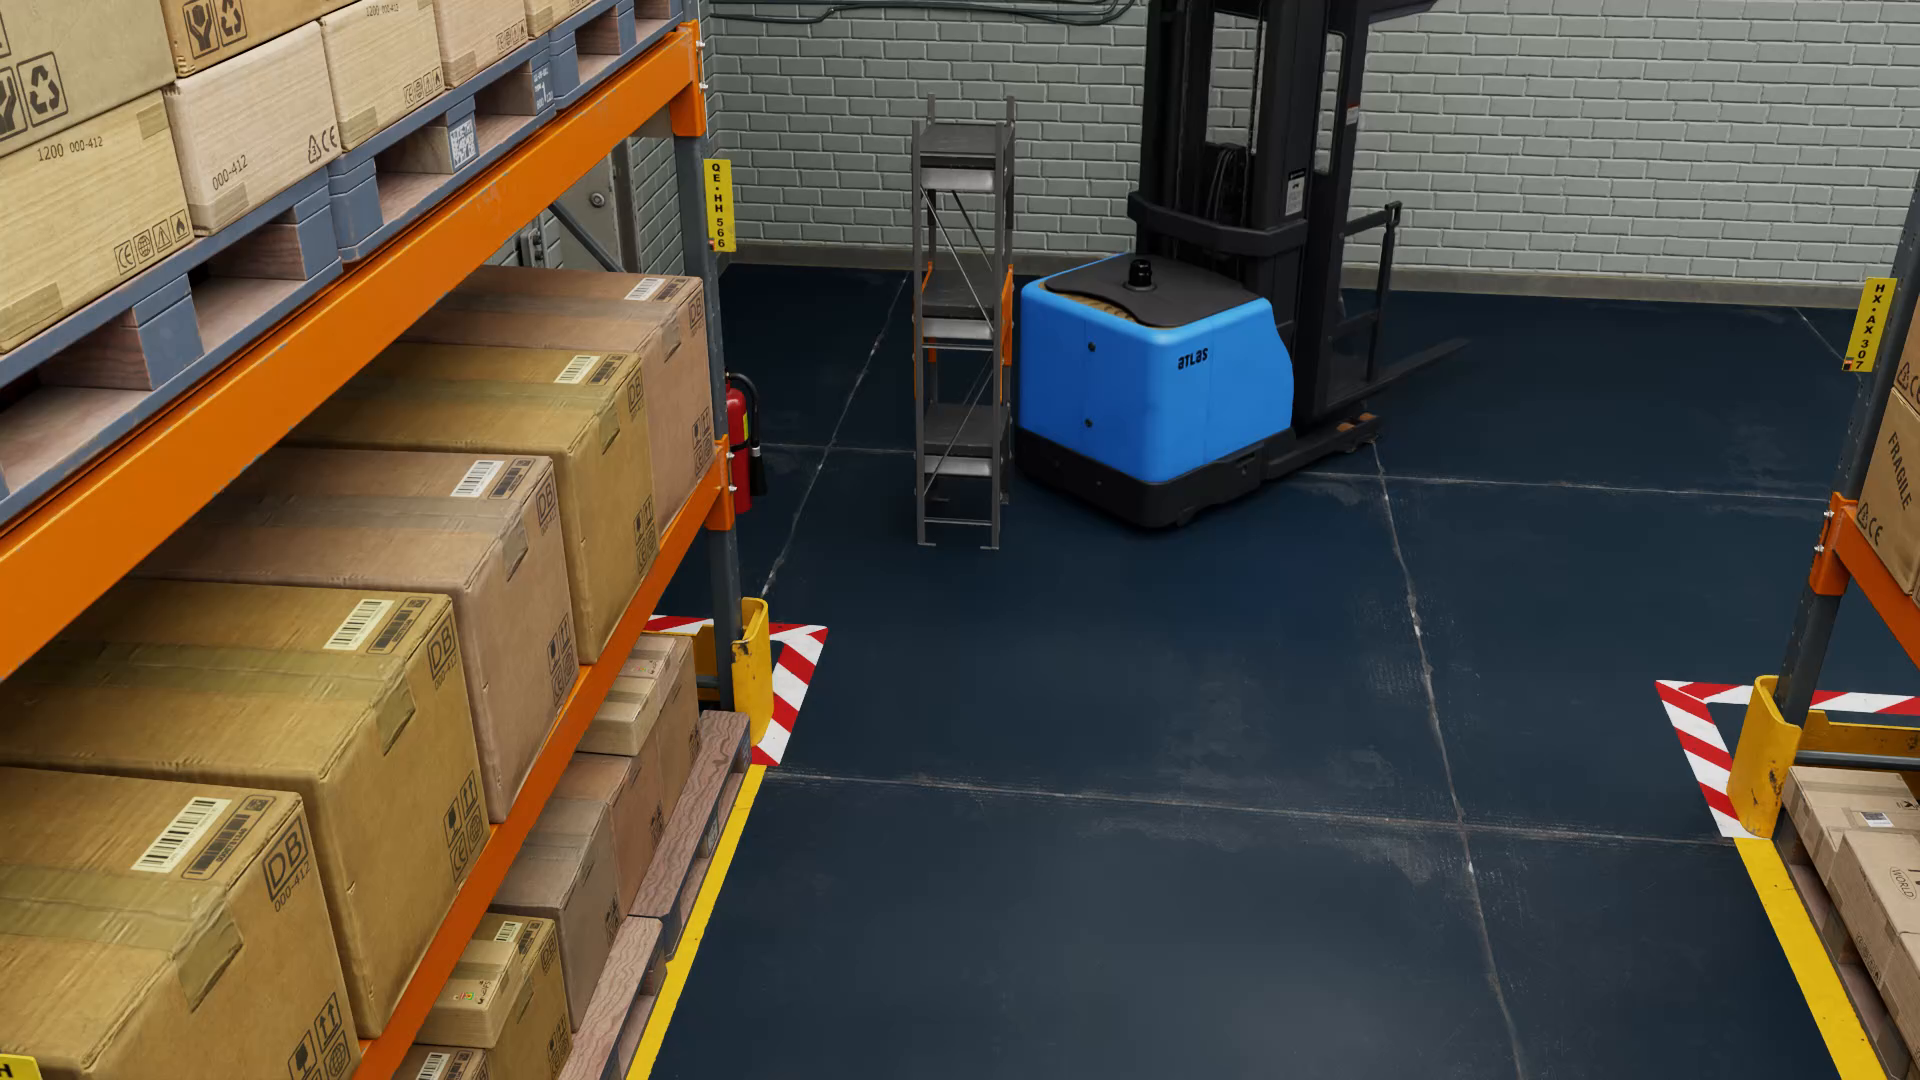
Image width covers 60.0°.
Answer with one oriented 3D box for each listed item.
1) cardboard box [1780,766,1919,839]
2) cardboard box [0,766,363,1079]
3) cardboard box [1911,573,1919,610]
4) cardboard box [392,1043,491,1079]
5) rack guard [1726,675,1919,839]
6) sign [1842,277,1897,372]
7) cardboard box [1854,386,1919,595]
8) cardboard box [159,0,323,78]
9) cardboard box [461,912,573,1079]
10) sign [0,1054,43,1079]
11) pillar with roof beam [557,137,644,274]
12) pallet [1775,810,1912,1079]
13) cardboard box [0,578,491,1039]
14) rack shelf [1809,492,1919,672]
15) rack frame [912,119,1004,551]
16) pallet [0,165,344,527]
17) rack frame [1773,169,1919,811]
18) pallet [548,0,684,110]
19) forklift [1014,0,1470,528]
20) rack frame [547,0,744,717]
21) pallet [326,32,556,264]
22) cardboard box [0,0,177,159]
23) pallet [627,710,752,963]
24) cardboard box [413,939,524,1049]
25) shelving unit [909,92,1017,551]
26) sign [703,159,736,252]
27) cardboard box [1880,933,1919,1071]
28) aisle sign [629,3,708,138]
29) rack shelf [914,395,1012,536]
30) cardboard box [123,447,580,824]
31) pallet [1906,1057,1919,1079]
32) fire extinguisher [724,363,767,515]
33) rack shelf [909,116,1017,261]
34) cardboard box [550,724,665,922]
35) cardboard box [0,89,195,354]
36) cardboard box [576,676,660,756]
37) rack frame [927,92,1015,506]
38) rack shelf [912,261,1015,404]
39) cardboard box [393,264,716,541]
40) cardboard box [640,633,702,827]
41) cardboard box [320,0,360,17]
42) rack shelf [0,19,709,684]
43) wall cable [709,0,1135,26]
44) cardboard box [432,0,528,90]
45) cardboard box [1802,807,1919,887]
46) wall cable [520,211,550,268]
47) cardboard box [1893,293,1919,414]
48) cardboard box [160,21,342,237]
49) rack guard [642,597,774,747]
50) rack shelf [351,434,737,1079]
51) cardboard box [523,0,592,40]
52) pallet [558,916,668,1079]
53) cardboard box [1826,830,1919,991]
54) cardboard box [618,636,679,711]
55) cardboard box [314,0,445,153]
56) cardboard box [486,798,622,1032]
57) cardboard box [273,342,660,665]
[{"bbox_3d":[3.152,0.942,5.880,0.380,0.149,0.250,3,28,6],"label":"cardboard box"},{"bbox_3d":[-1.780,0.914,3.074,0.980,0.700,0.700,4,29,7],"label":"cardboard box"},{"bbox_3d":[3.170,0.096,4.803,0.500,0.500,0.500,3,28,6],"label":"cardboard box"},{"bbox_3d":[-1.604,1.634,4.248,0.700,0.500,0.500,3,28,6],"label":"cardboard box"},{"bbox_3d":[3.535,0.840,6.164,1.175,0.500,0.348,3,28,6],"label":"rack guard"},{"bbox_3d":[3.006,-0.709,5.490,0.100,0.325,0.005,3,28,6],"label":"sign"},{"bbox_3d":[3.228,-0.147,5.254,0.500,0.500,0.500,4,29,7],"label":"cardboard box"},{"bbox_3d":[-1.440,-1.075,2.739,0.500,0.500,0.500,3,28,5],"label":"cardboard box"},{"bbox_3d":[-1.539,1.392,4.696,0.700,0.500,0.500,4,29,7],"label":"cardboard box"},{"bbox_3d":[-1.323,0.853,2.368,0.100,0.325,0.005,3,28,6],"label":"sign"},{"bbox_3d":[2.372,-4.294,6.733,9.100,9.000,0.400,3,28,6],"label":"pillar with roof beam"},{"bbox_3d":[3.438,1.343,5.536,1.003,0.211,1.213,3,28,6],"label":"pallet"},{"bbox_3d":[-1.685,0.571,3.712,0.980,0.700,0.700,3,28,5],"label":"cardboard box"},{"bbox_3d":[3.299,0.962,4.060,1.077,0.370,4.000,3,28,6],"label":"rack shelf"},{"bbox_3d":[-0.010,-0.887,7.683,0.400,2.100,0.015,3,28,6],"label":"rack frame"},{"bbox_3d":[-1.752,-0.365,2.697,1.003,0.211,1.213,3,28,6],"label":"pallet"},{"bbox_3d":[3.544,-0.296,5.637,1.000,3.000,0.127,3,28,6],"label":"rack frame"},{"bbox_3d":[-1.453,-1.514,4.829,1.003,0.211,1.213,3,28,6],"label":"pallet"},{"bbox_3d":[1.724,-1.931,8.745,3.031,2.935,1.130,-23,36,-36],"label":"forklift"},{"bbox_3d":[-1.372,-0.582,6.168,1.000,3.000,0.127,3,28,6],"label":"rack frame"},{"bbox_3d":[-1.600,-0.938,3.760,1.003,0.211,1.213,3,28,6],"label":"pallet"},{"bbox_3d":[-1.497,-0.832,2.289,0.500,0.500,0.500,3,28,6],"label":"cardboard box"},{"bbox_3d":[-1.393,1.026,6.123,1.003,0.211,1.213,3,28,6],"label":"pallet"},{"bbox_3d":[-1.382,1.188,4.391,0.380,0.149,0.250,3,28,5],"label":"cardboard box"},{"bbox_3d":[0.020,-1.002,7.897,0.431,2.100,0.503,3,28,6],"label":"shelving unit"},{"bbox_3d":[-0.836,-1.158,5.767,0.100,0.325,0.005,3,28,6],"label":"sign"},{"bbox_3d":[3.074,1.431,4.867,0.500,0.250,0.500,3,28,6],"label":"cardboard box"},{"bbox_3d":[-1.066,-1.743,5.582,0.394,0.787,0.004,3,28,6],"label":"aisle sign"},{"bbox_3d":[0.020,-0.374,8.235,0.431,0.518,0.480,3,28,6],"label":"rack shelf"},{"bbox_3d":[-1.606,0.228,4.348,0.980,0.700,0.700,2,28,4],"label":"cardboard box"},{"bbox_3d":[3.286,1.915,4.473,1.003,0.211,1.213,3,28,6],"label":"pallet"},{"bbox_3d":[-0.896,-0.428,6.357,0.296,0.674,0.183,3,28,6],"label":"fire extinguisher"},{"bbox_3d":[0.020,-1.607,7.571,0.431,0.518,0.480,3,28,6],"label":"rack shelf"},{"bbox_3d":[-1.420,0.904,5.602,0.700,0.500,0.500,3,28,6],"label":"cardboard box"},{"bbox_3d":[-1.516,-0.493,2.450,0.500,0.250,0.500,3,28,6],"label":"cardboard box"},{"bbox_3d":[-1.224,0.574,5.530,0.380,0.149,0.250,4,29,8],"label":"cardboard box"},{"bbox_3d":[0.050,-1.117,8.110,0.400,2.100,0.015,3,28,6],"label":"rack frame"},{"bbox_3d":[0.020,-0.990,7.903,0.431,0.518,0.480,3,28,6],"label":"rack shelf"},{"bbox_3d":[-1.425,-0.474,5.650,0.980,0.700,0.700,5,29,9],"label":"cardboard box"},{"bbox_3d":[-1.359,0.669,6.039,0.700,0.500,0.500,3,28,6],"label":"cardboard box"},{"bbox_3d":[-1.385,-1.307,3.171,0.500,0.500,0.500,4,29,7],"label":"cardboard box"},{"bbox_3d":[-1.618,-0.645,3.880,1.077,0.370,4.000,3,28,6],"label":"rack shelf"},{"bbox_3d":[-0.325,-4.498,10.385,3.097,2.526,0.112,3,28,6],"label":"wall cable"},{"bbox_3d":[-1.320,-1.215,3.790,0.500,0.250,0.500,3,28,5],"label":"cardboard box"},{"bbox_3d":[3.121,1.052,5.658,0.380,0.166,0.250,3,28,6],"label":"cardboard box"},{"bbox_3d":[-2.154,-1.687,7.148,0.084,1.984,1.851,3,28,6],"label":"wall cable"},{"bbox_3d":[3.228,-0.587,5.017,0.500,0.500,0.500,4,29,8],"label":"cardboard box"},{"bbox_3d":[-1.440,-0.732,2.893,0.500,0.250,0.500,3,28,5],"label":"cardboard box"},{"bbox_3d":[-1.370,0.507,6.782,1.175,0.500,0.348,3,28,6],"label":"rack guard"},{"bbox_3d":[-1.618,0.676,4.591,1.077,0.370,4.000,3,28,6],"label":"rack shelf"},{"bbox_3d":[-1.261,-1.461,4.246,0.500,0.250,0.500,2,28,4],"label":"cardboard box"},{"bbox_3d":[-1.545,1.599,5.060,1.003,0.211,1.213,3,28,6],"label":"pallet"},{"bbox_3d":[3.135,1.195,5.304,0.500,0.250,0.500,3,28,6],"label":"cardboard box"},{"bbox_3d":[-1.194,0.454,5.753,0.380,0.149,0.250,3,28,6],"label":"cardboard box"},{"bbox_3d":[-1.384,-0.974,3.342,0.500,0.250,0.500,3,28,5],"label":"cardboard box"},{"bbox_3d":[-1.481,1.141,5.162,0.700,0.500,0.500,2,28,5],"label":"cardboard box"},{"bbox_3d":[-1.503,-0.131,5.014,0.980,0.700,0.700,3,28,6],"label":"cardboard box"}]
